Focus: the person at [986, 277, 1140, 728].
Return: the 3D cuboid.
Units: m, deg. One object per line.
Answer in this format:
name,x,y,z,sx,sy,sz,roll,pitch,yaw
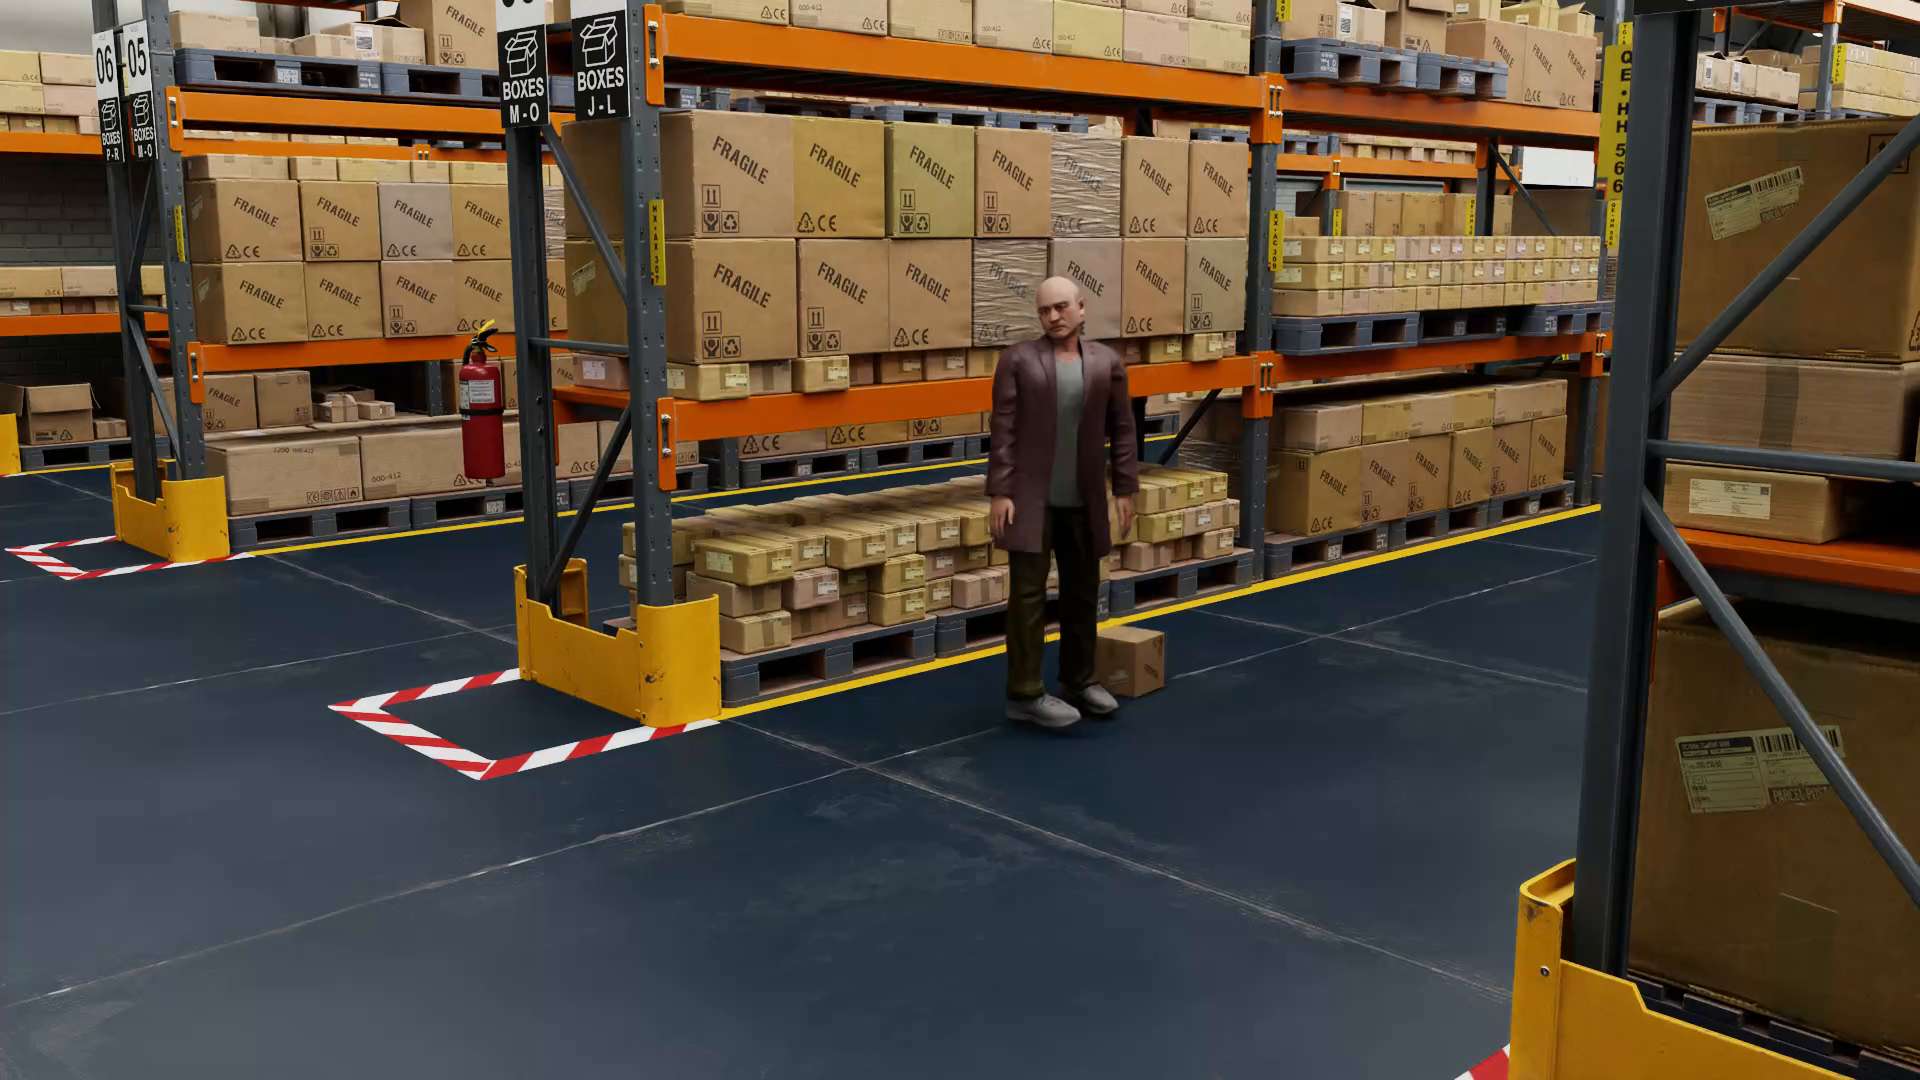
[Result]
person,0.426,-0.155,6.667,0.645,1.780,0.571,-2,11,-13
